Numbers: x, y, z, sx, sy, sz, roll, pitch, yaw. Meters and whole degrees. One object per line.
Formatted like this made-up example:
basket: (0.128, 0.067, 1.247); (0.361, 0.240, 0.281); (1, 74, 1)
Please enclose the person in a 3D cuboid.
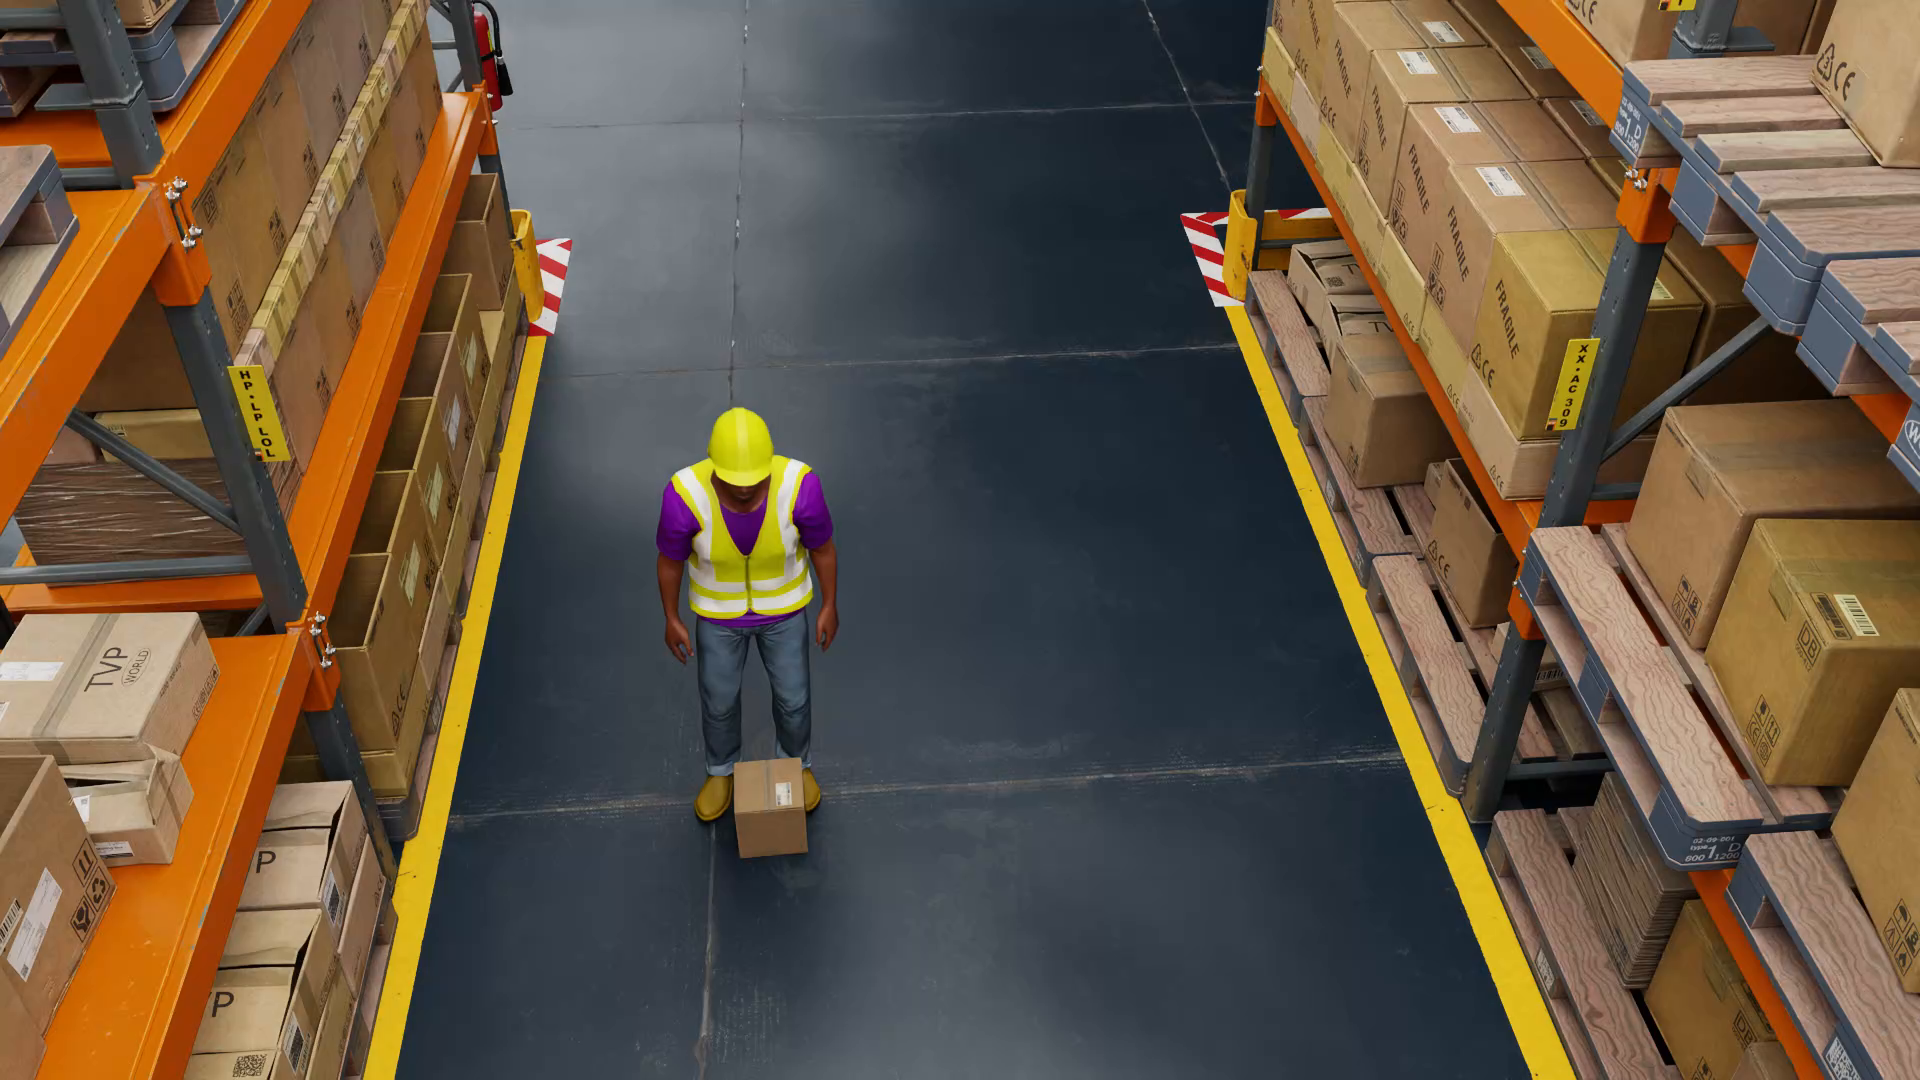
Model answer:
person: (-0.729, 0.258, 5.823); (0.621, 1.756, 0.461); (-5, 39, -6)
